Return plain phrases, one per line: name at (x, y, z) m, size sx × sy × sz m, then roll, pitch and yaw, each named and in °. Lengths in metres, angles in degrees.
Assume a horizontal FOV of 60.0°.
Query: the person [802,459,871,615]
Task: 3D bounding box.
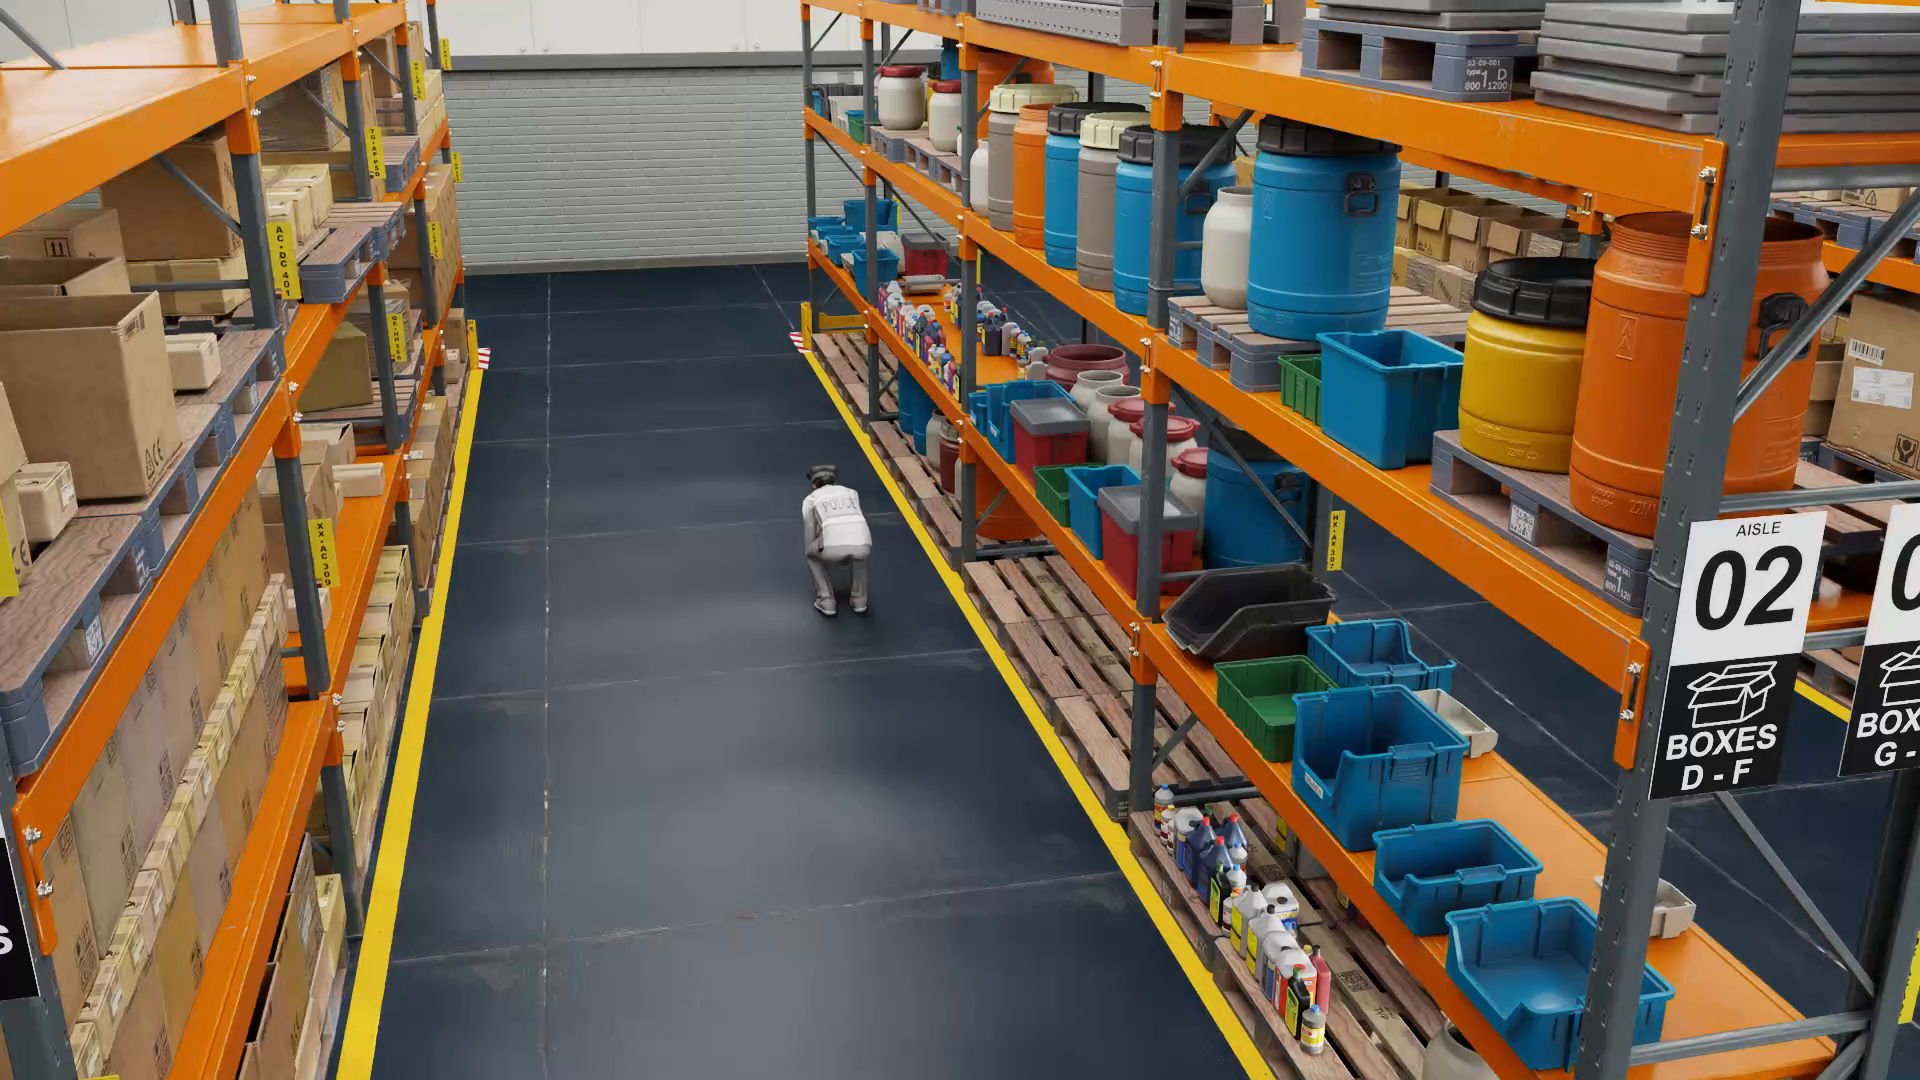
person at (-0.909, -0.029, 12.134) m, size 0.462 × 1.008 × 0.920 m, roll -6°, pitch 20°, yaw -15°
